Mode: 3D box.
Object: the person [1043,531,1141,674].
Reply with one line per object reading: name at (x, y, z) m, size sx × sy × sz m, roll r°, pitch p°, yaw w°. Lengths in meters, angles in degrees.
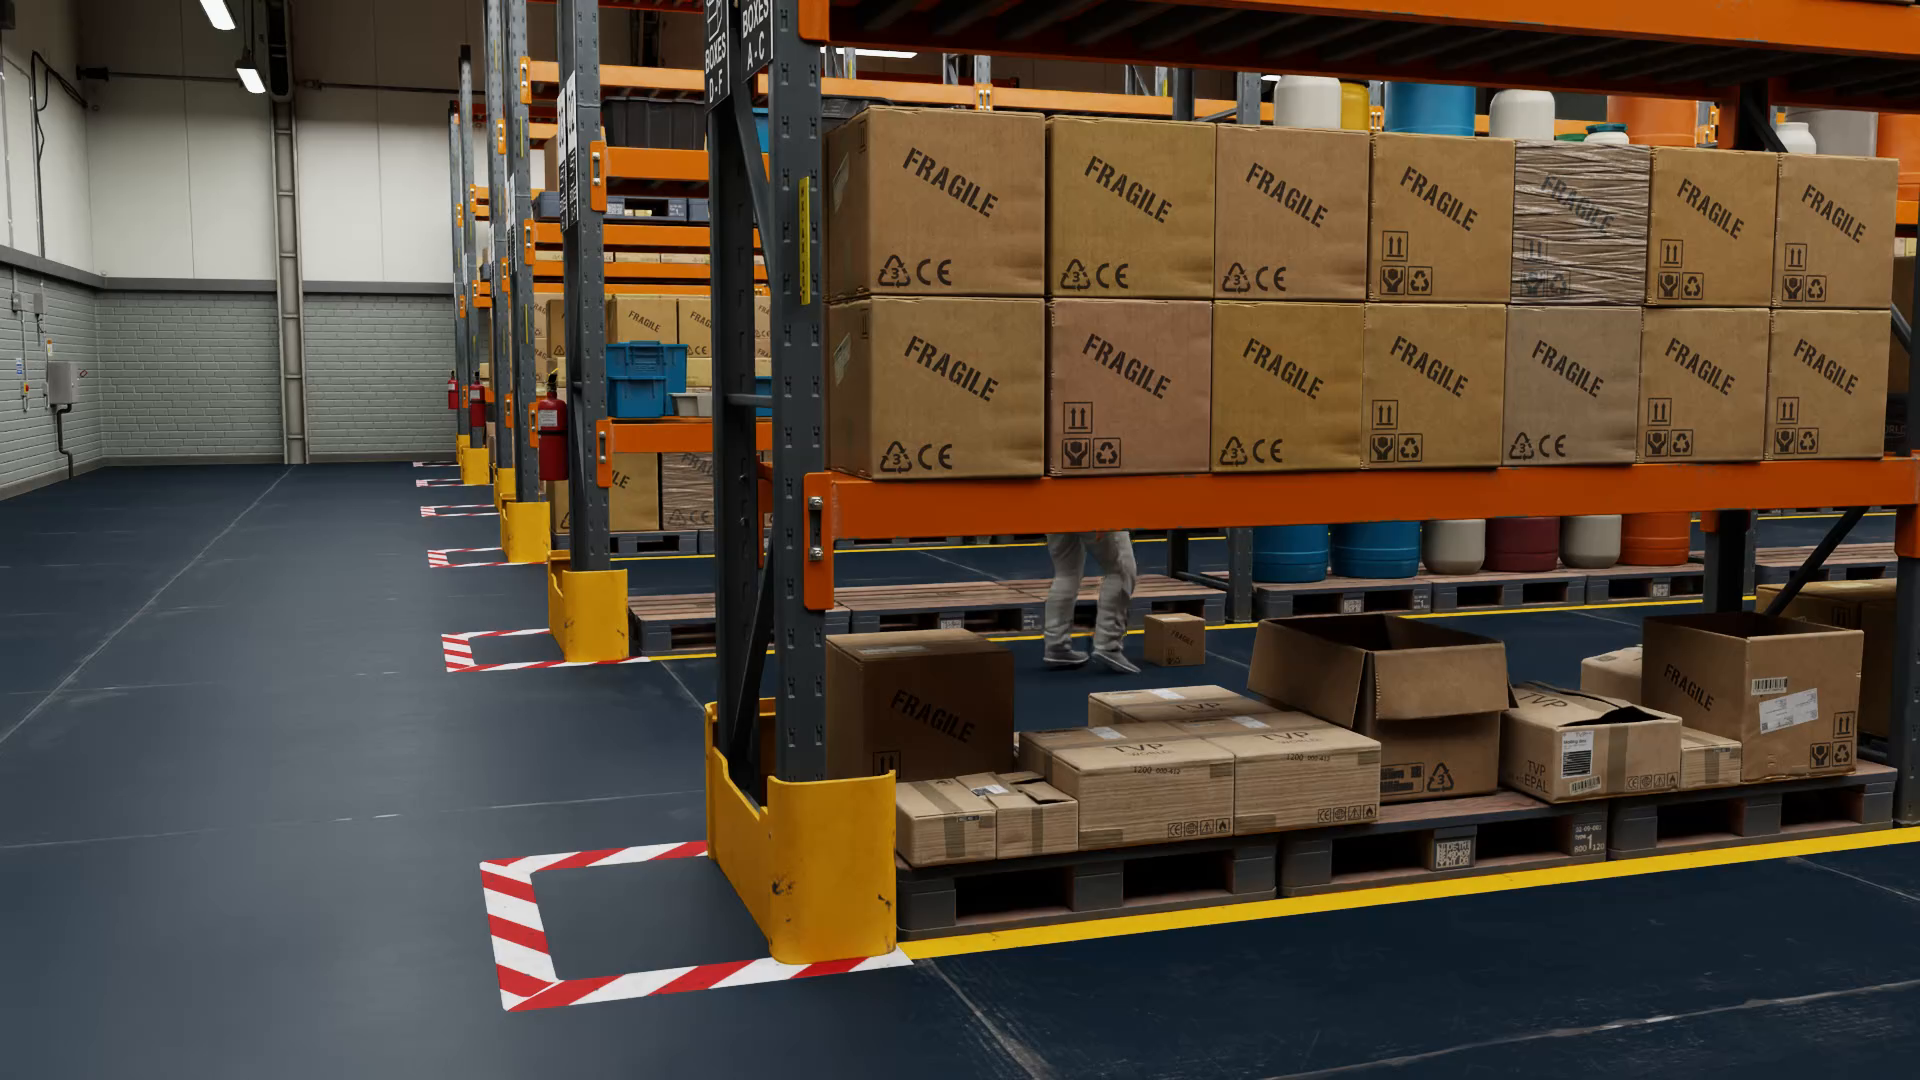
person at (0.658, -0.118, 8.833) m, size 0.423 × 1.714 × 0.529 m, roll -5°, pitch 8°, yaw -40°
